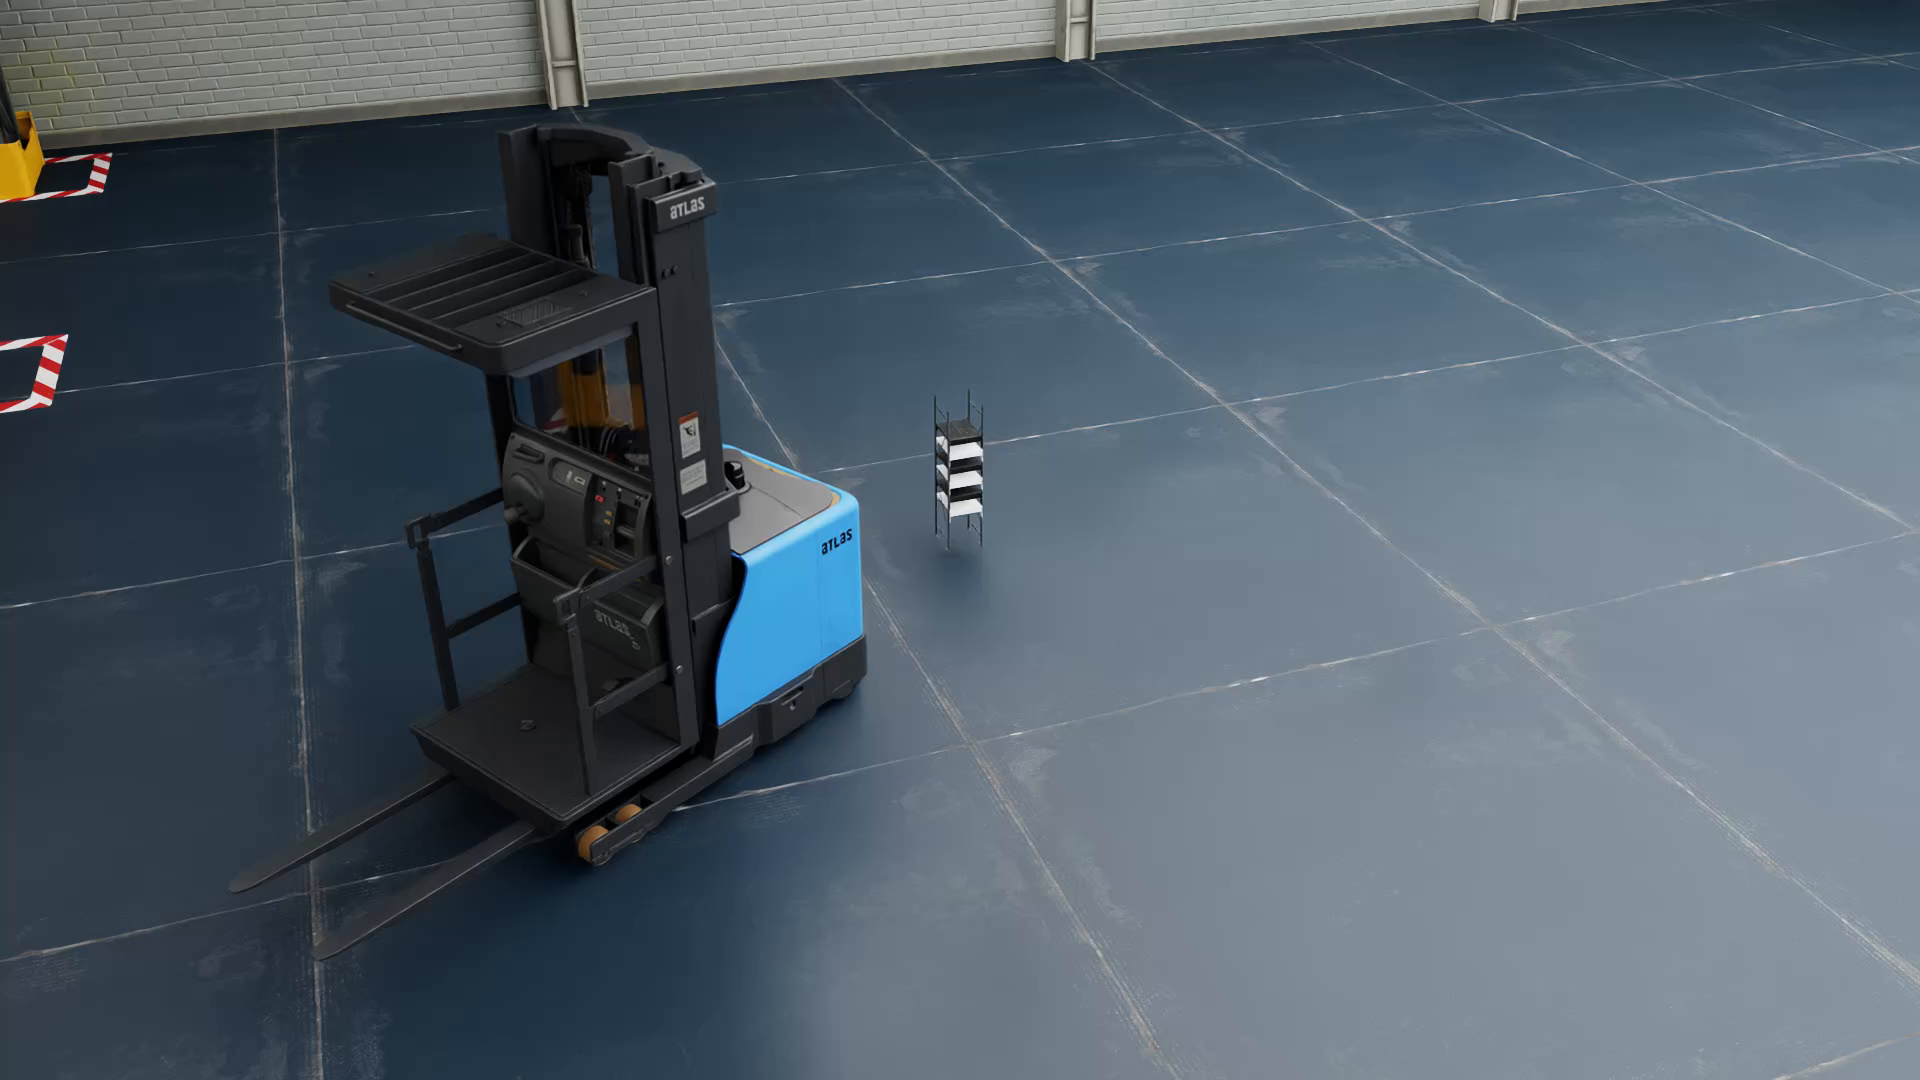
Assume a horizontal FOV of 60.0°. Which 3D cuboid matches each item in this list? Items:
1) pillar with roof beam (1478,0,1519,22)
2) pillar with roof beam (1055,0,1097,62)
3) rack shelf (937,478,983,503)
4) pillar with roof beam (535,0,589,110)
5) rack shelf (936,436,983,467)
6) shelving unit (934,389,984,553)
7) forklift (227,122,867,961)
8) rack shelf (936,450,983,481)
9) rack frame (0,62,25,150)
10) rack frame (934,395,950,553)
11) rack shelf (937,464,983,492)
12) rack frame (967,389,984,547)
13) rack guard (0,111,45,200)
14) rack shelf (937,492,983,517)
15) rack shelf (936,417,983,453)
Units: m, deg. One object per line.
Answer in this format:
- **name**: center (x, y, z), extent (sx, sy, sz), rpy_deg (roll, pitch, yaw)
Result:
- **pillar with roof beam**: center (8.495, -8.711, 15.949), extent (0.400, 9.000, 9.100), rpy_deg (-10, 31, -18)
- **pillar with roof beam**: center (2.872, -7.675, 14.131), extent (0.400, 9.000, 9.100), rpy_deg (-10, 31, -18)
- **rack shelf**: center (-0.008, -0.282, 9.586), extent (0.200, 0.077, 0.258), rpy_deg (-10, 31, -18)
- **pillar with roof beam**: center (-2.752, -6.640, 12.314), extent (0.400, 9.000, 9.100), rpy_deg (-10, 31, -18)
- **rack shelf**: center (-0.008, -0.517, 9.452), extent (0.200, 0.077, 0.258), rpy_deg (-10, 31, -18)
- **shelving unit**: center (-0.008, -0.390, 9.525), extent (0.210, 0.900, 0.258), rpy_deg (-10, 31, -18)
- **forklift**: center (-1.789, -0.135, 7.026), extent (1.130, 2.935, 3.031), rpy_deg (22, 36, 33)
- **rack shelf**: center (-0.008, -0.439, 9.497), extent (0.200, 0.077, 0.258), rpy_deg (-10, 31, -18)
- **rack frame**: center (-8.909, -4.697, 14.964), extent (0.127, 3.000, 1.000), rpy_deg (-10, 31, -18)
- **rack frame**: center (-0.103, -0.372, 9.494), extent (0.006, 0.900, 0.240), rpy_deg (-10, 31, -18)
- **rack shelf**: center (-0.008, -0.361, 9.541), extent (0.200, 0.077, 0.258), rpy_deg (-10, 31, -18)
- **rack frame**: center (0.088, -0.407, 9.556), extent (0.006, 0.900, 0.240), rpy_deg (-10, 31, -18)
- **rack guard**: center (-8.887, -3.615, 15.590), extent (0.348, 0.500, 1.175), rpy_deg (-10, 31, -18)
- **rack shelf**: center (-0.008, -0.204, 9.630), extent (0.200, 0.077, 0.258), rpy_deg (-10, 31, -18)
- **rack shelf**: center (-0.008, -0.595, 9.408), extent (0.200, 0.077, 0.258), rpy_deg (-10, 31, -18)
